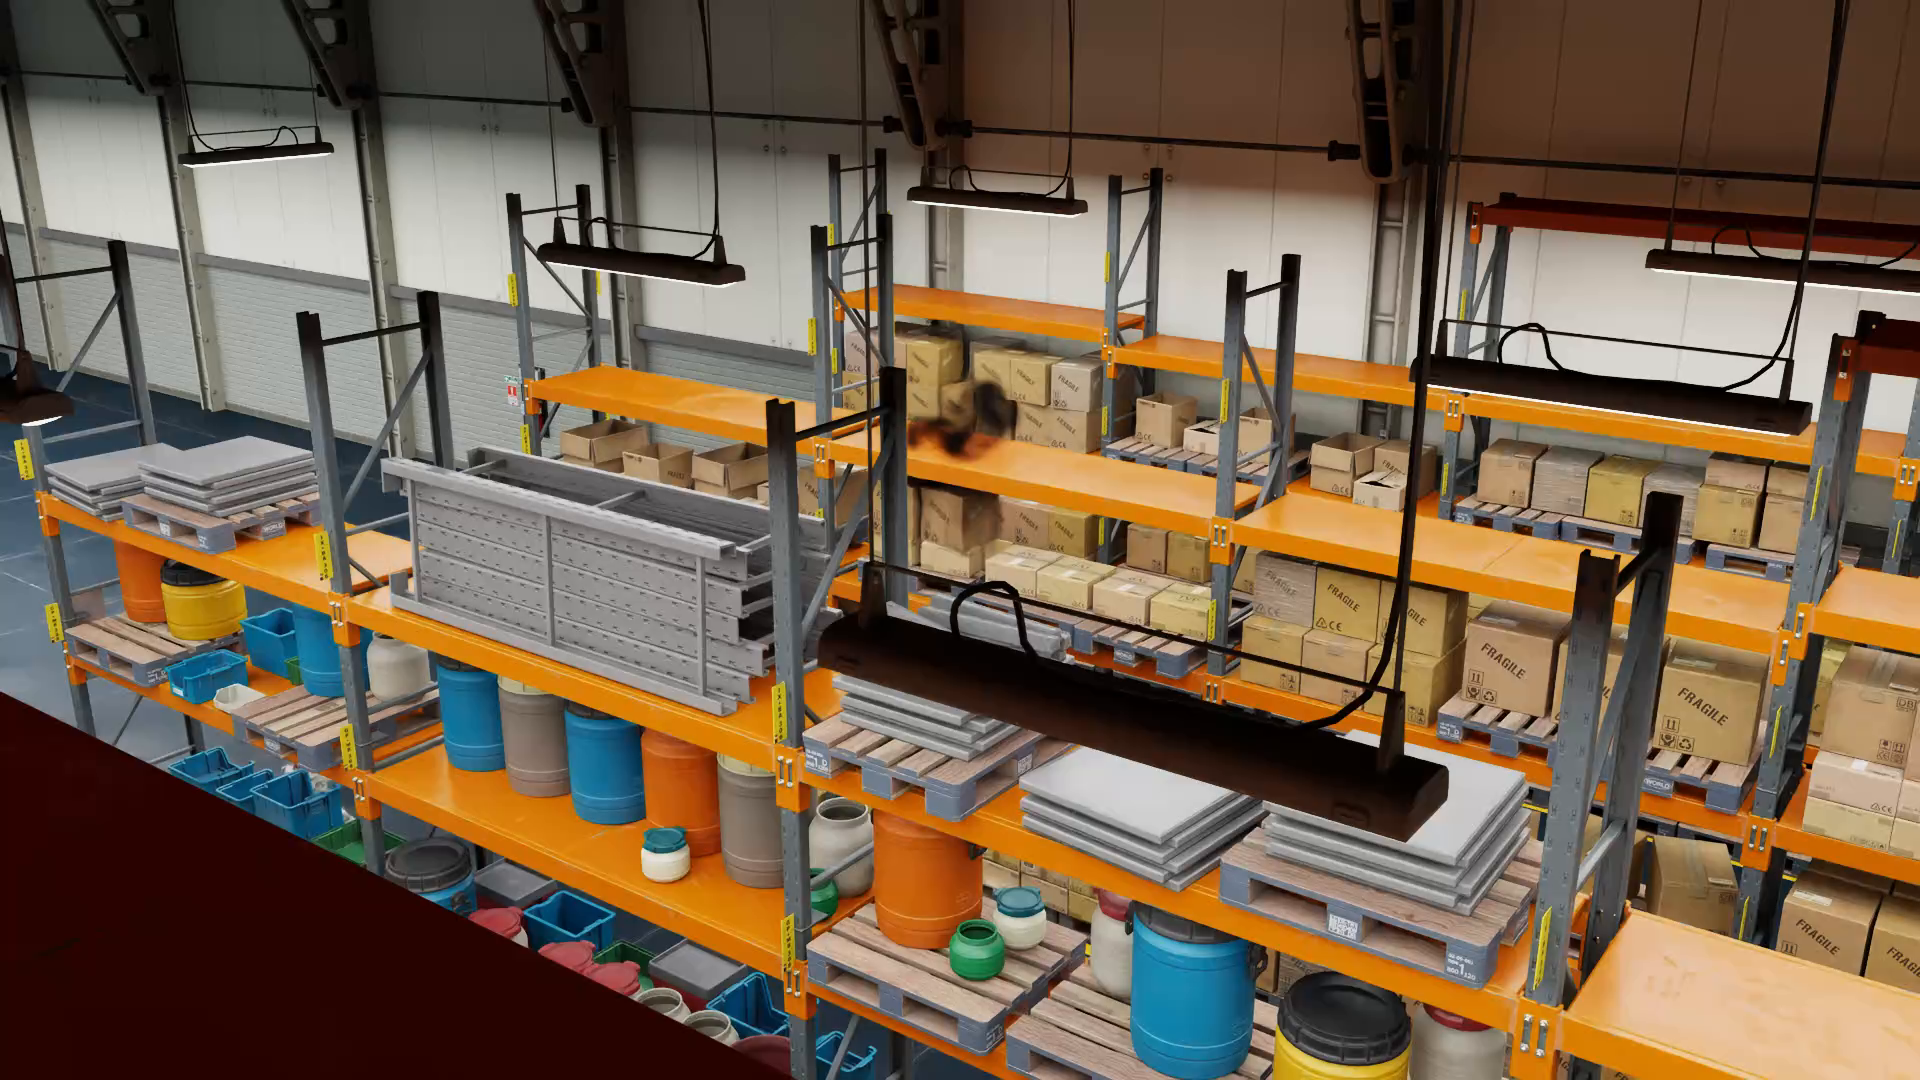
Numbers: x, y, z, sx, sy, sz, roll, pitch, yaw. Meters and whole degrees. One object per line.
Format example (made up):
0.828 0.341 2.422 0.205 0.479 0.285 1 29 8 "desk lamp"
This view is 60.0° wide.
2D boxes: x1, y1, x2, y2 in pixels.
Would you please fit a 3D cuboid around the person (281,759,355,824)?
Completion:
-6.129 2.225 15.703 0.944 1.796 0.657 6 19 17 "person"
